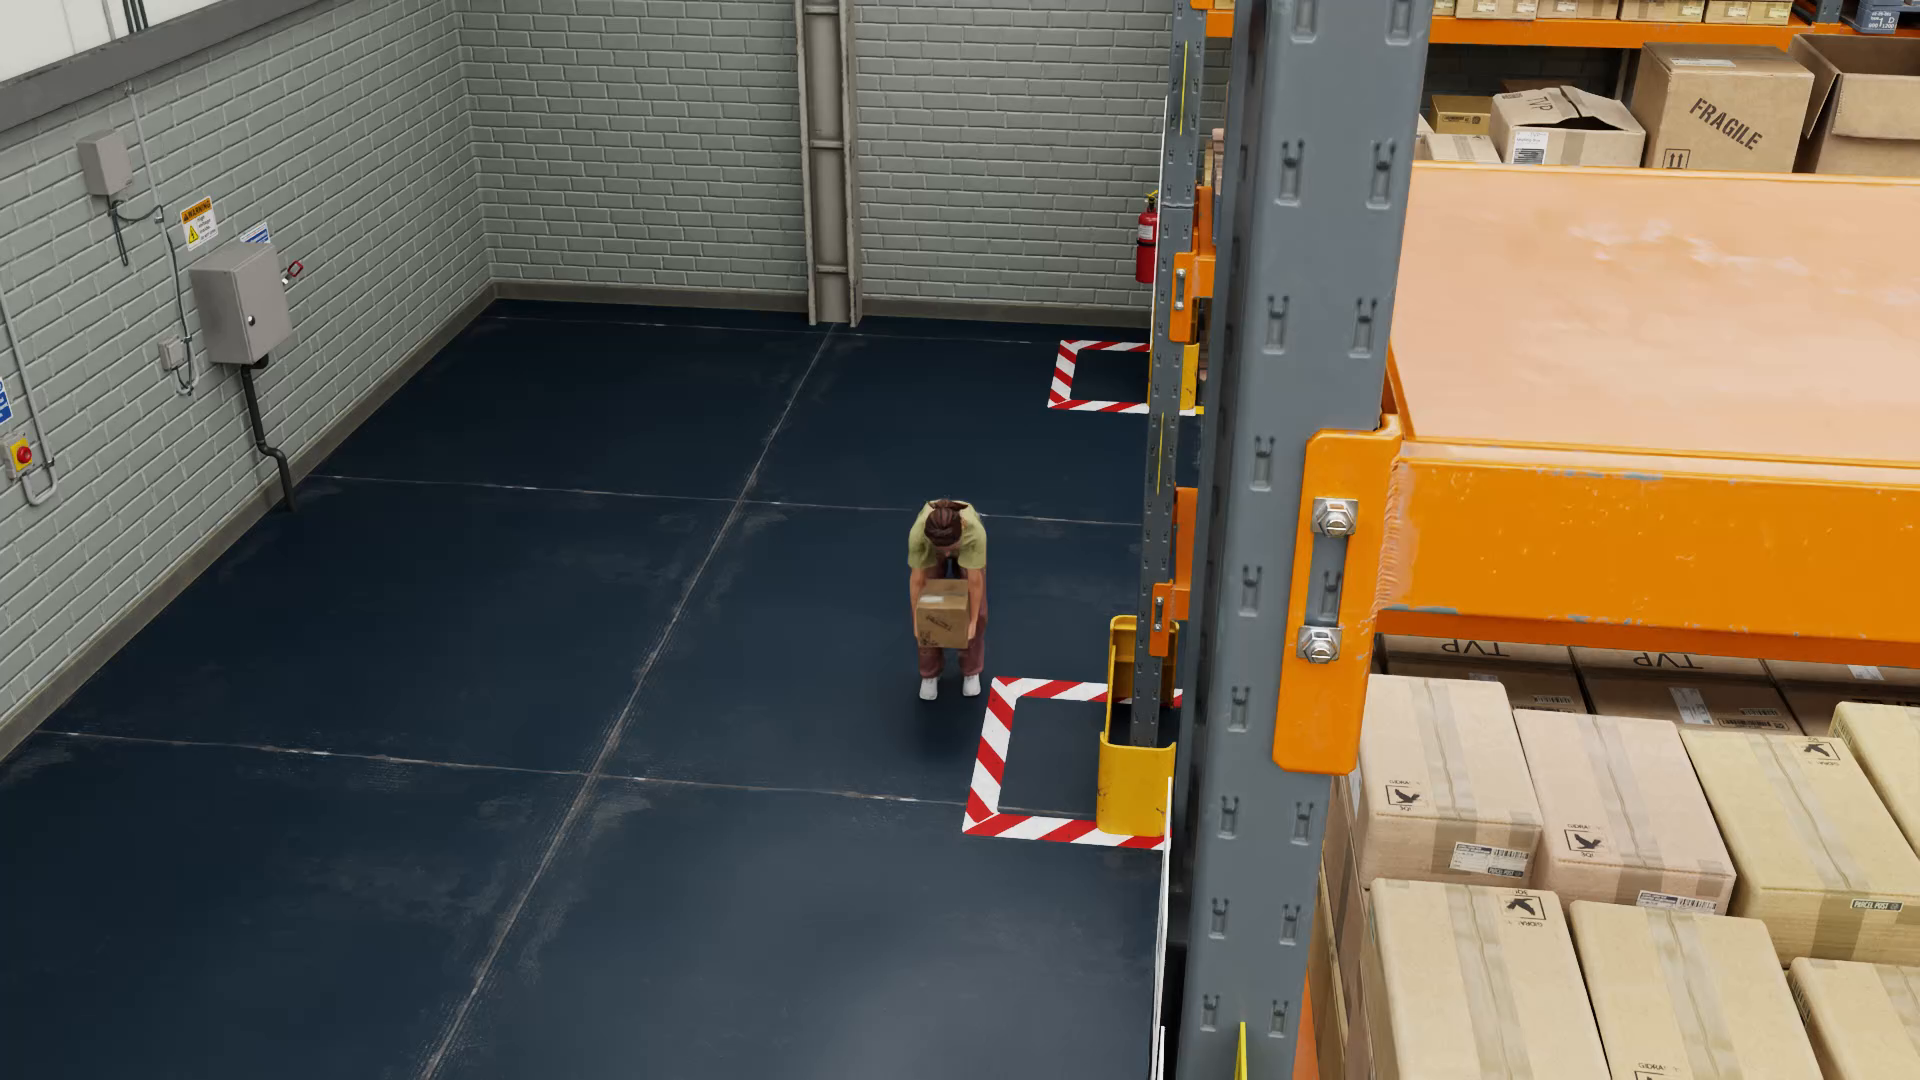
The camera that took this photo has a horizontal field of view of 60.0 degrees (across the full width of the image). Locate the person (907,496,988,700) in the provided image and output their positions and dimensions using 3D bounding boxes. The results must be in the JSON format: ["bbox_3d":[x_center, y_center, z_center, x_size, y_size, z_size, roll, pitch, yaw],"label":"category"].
[{"bbox_3d":[-0.063,0.291,8.475,0.402,1.310,0.813,1,29,3],"label":"person"}]
